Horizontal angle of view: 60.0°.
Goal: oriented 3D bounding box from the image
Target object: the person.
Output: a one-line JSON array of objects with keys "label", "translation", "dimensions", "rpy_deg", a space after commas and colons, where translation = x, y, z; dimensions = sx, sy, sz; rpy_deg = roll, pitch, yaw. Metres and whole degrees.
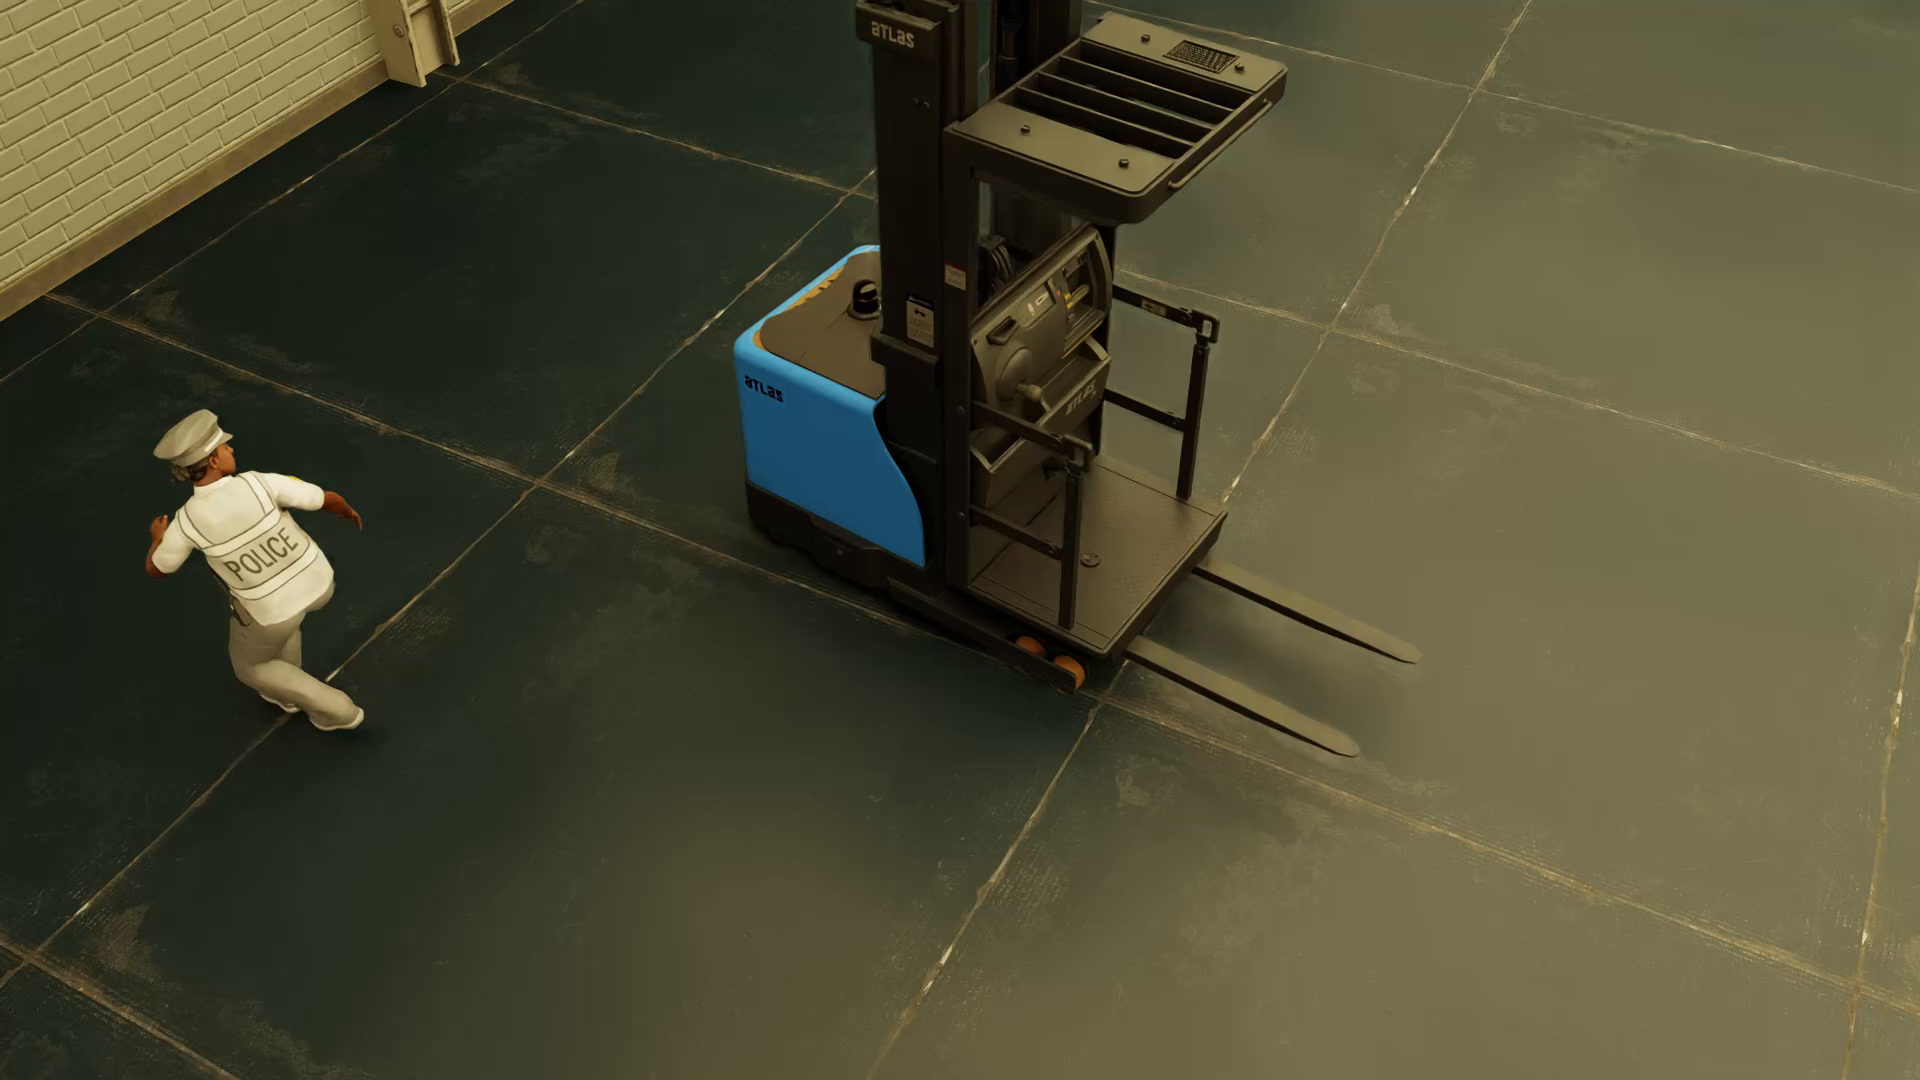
[{"label": "person", "translation": [-2.733, 0.088, 6.578], "dimensions": [0.815, 1.549, 0.778], "rpy_deg": [27, 50, 26]}]

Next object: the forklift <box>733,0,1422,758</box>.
[{"label": "forklift", "translation": [0.504, -0.830, 6.535], "dimensions": [3.031, 2.935, 1.130], "rpy_deg": [26, 49, 25]}]
